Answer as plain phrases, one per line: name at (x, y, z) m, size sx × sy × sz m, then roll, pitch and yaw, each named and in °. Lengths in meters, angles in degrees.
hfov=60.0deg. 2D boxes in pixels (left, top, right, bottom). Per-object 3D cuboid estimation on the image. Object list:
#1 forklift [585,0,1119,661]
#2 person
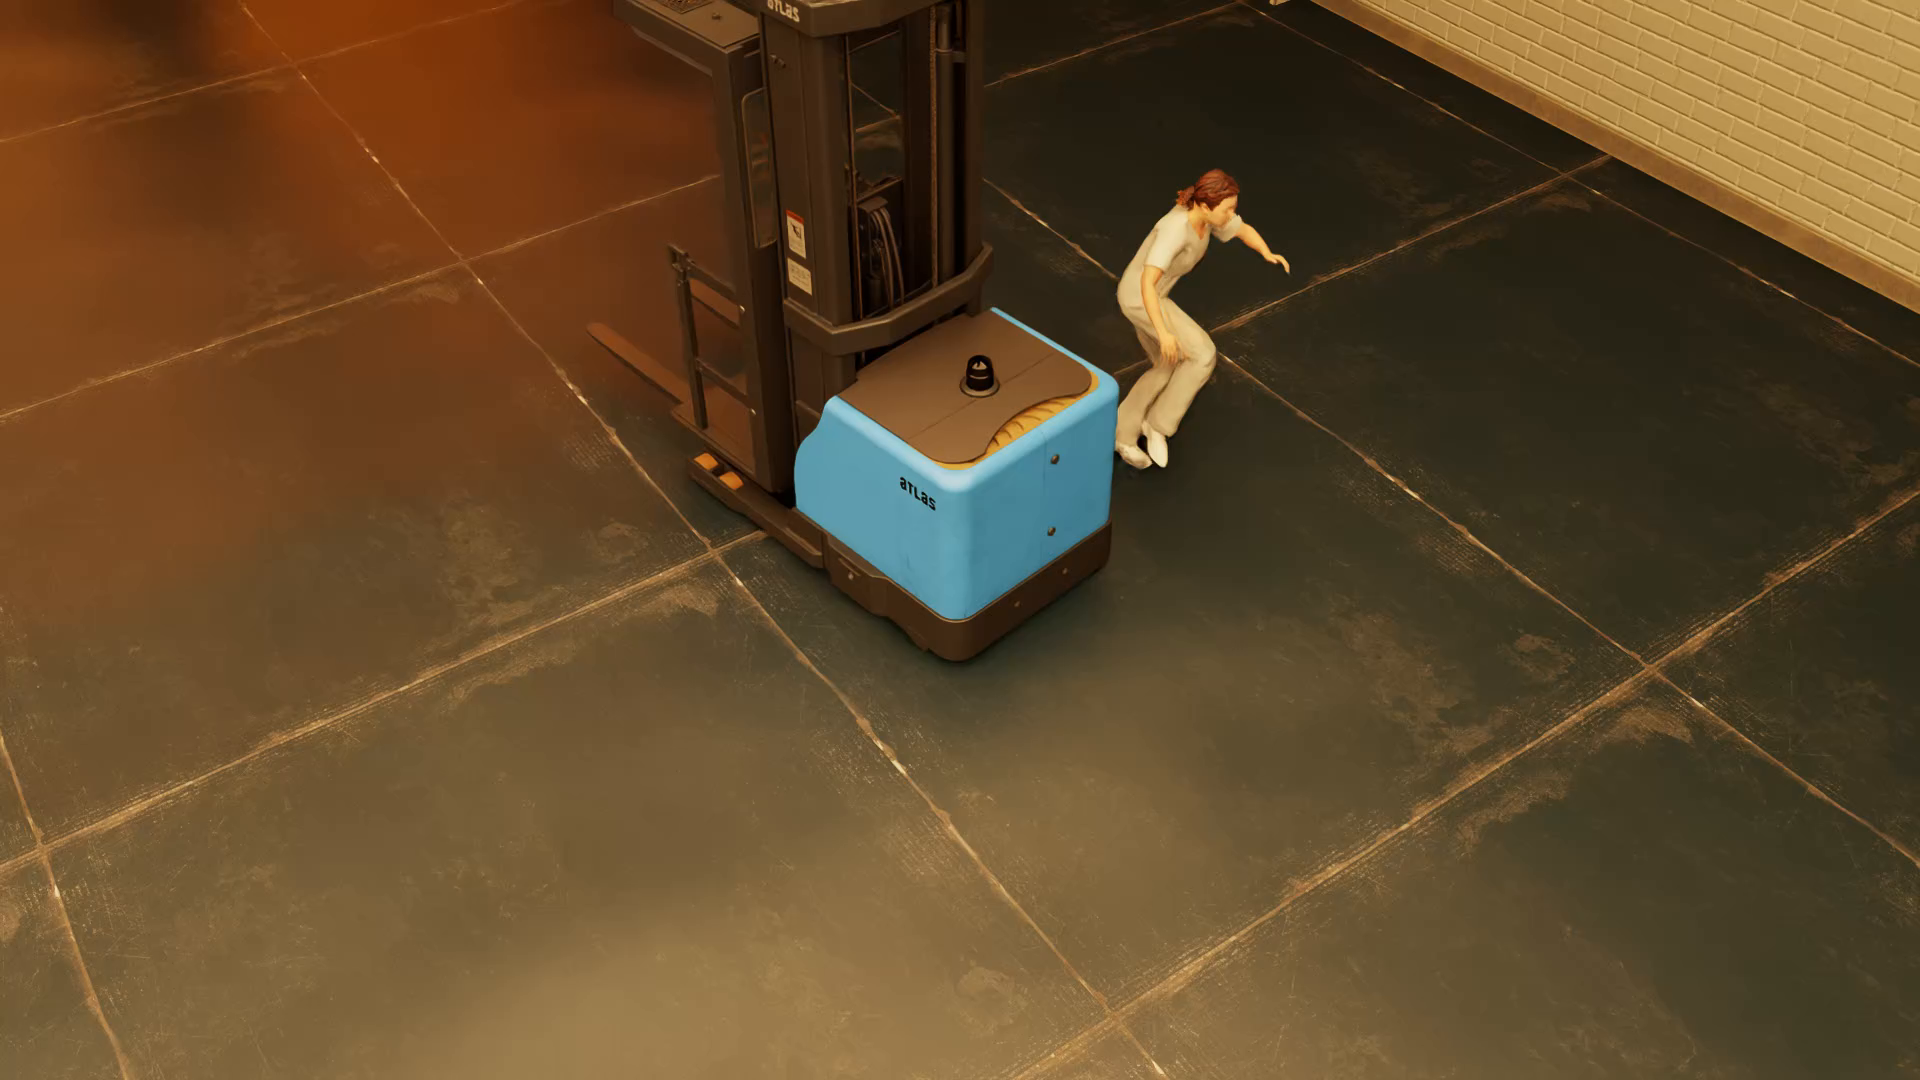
forklift at (-0.690, -1.456, 7.296) m, size 1.130 × 2.935 × 3.031 m, roll -33°, pitch 52°, yaw -31°
person at (1.118, -1.071, 7.994) m, size 0.812 × 1.442 × 0.869 m, roll 13°, pitch 44°, yaw 14°
